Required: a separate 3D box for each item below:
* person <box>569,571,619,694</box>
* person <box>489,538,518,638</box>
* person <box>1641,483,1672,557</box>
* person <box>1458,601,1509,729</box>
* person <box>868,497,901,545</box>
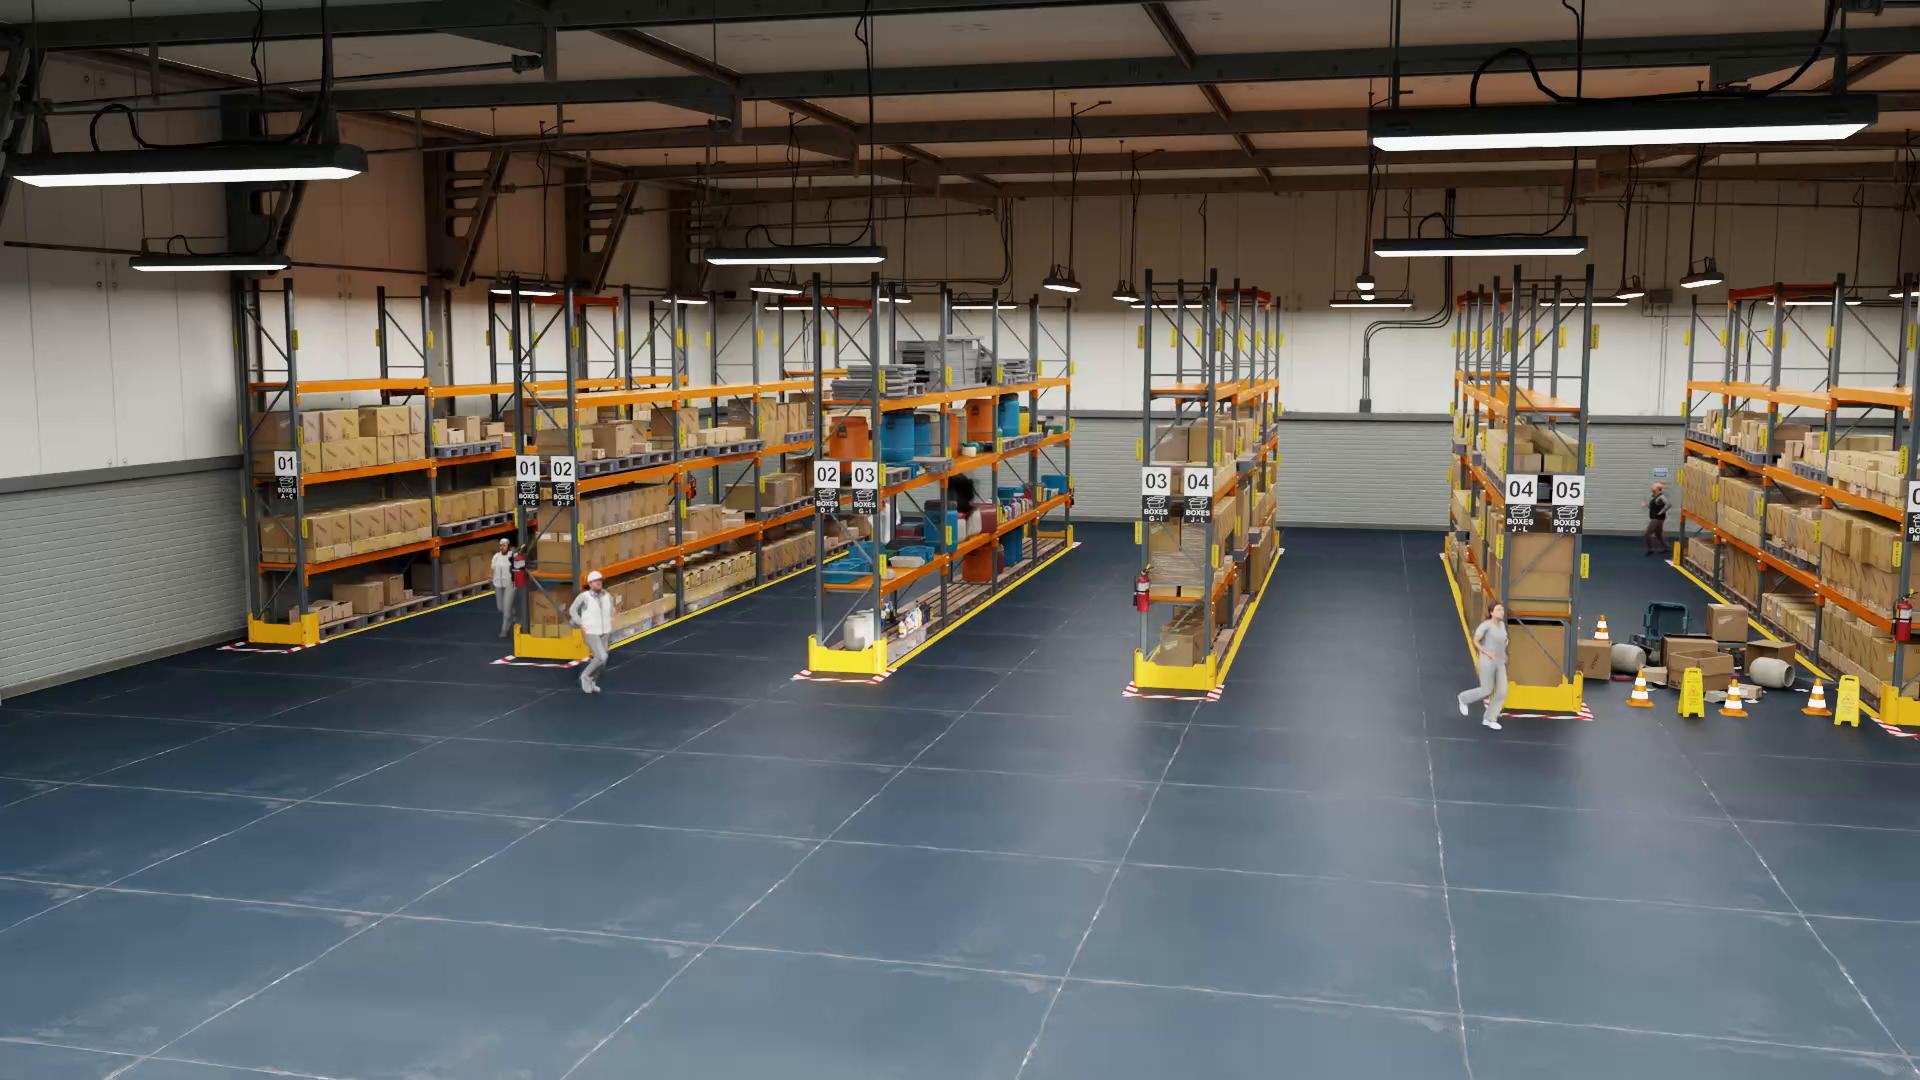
[{"bbox_3d":[-5.120,1.309,23.580,0.645,1.744,0.639,6,9,41],"label":"person"},{"bbox_3d":[-7.736,0.798,28.417,0.607,1.667,0.841,1,7,8],"label":"person"},{"bbox_3d":[16.110,-0.436,38.423,0.742,1.782,0.657,2,7,15],"label":"person"},{"bbox_3d":[6.913,1.603,21.721,0.592,1.635,0.727,-3,8,-27],"label":"person"},{"bbox_3d":[-1.637,-0.146,35.671,0.680,1.737,0.785,0,7,3],"label":"person"}]
